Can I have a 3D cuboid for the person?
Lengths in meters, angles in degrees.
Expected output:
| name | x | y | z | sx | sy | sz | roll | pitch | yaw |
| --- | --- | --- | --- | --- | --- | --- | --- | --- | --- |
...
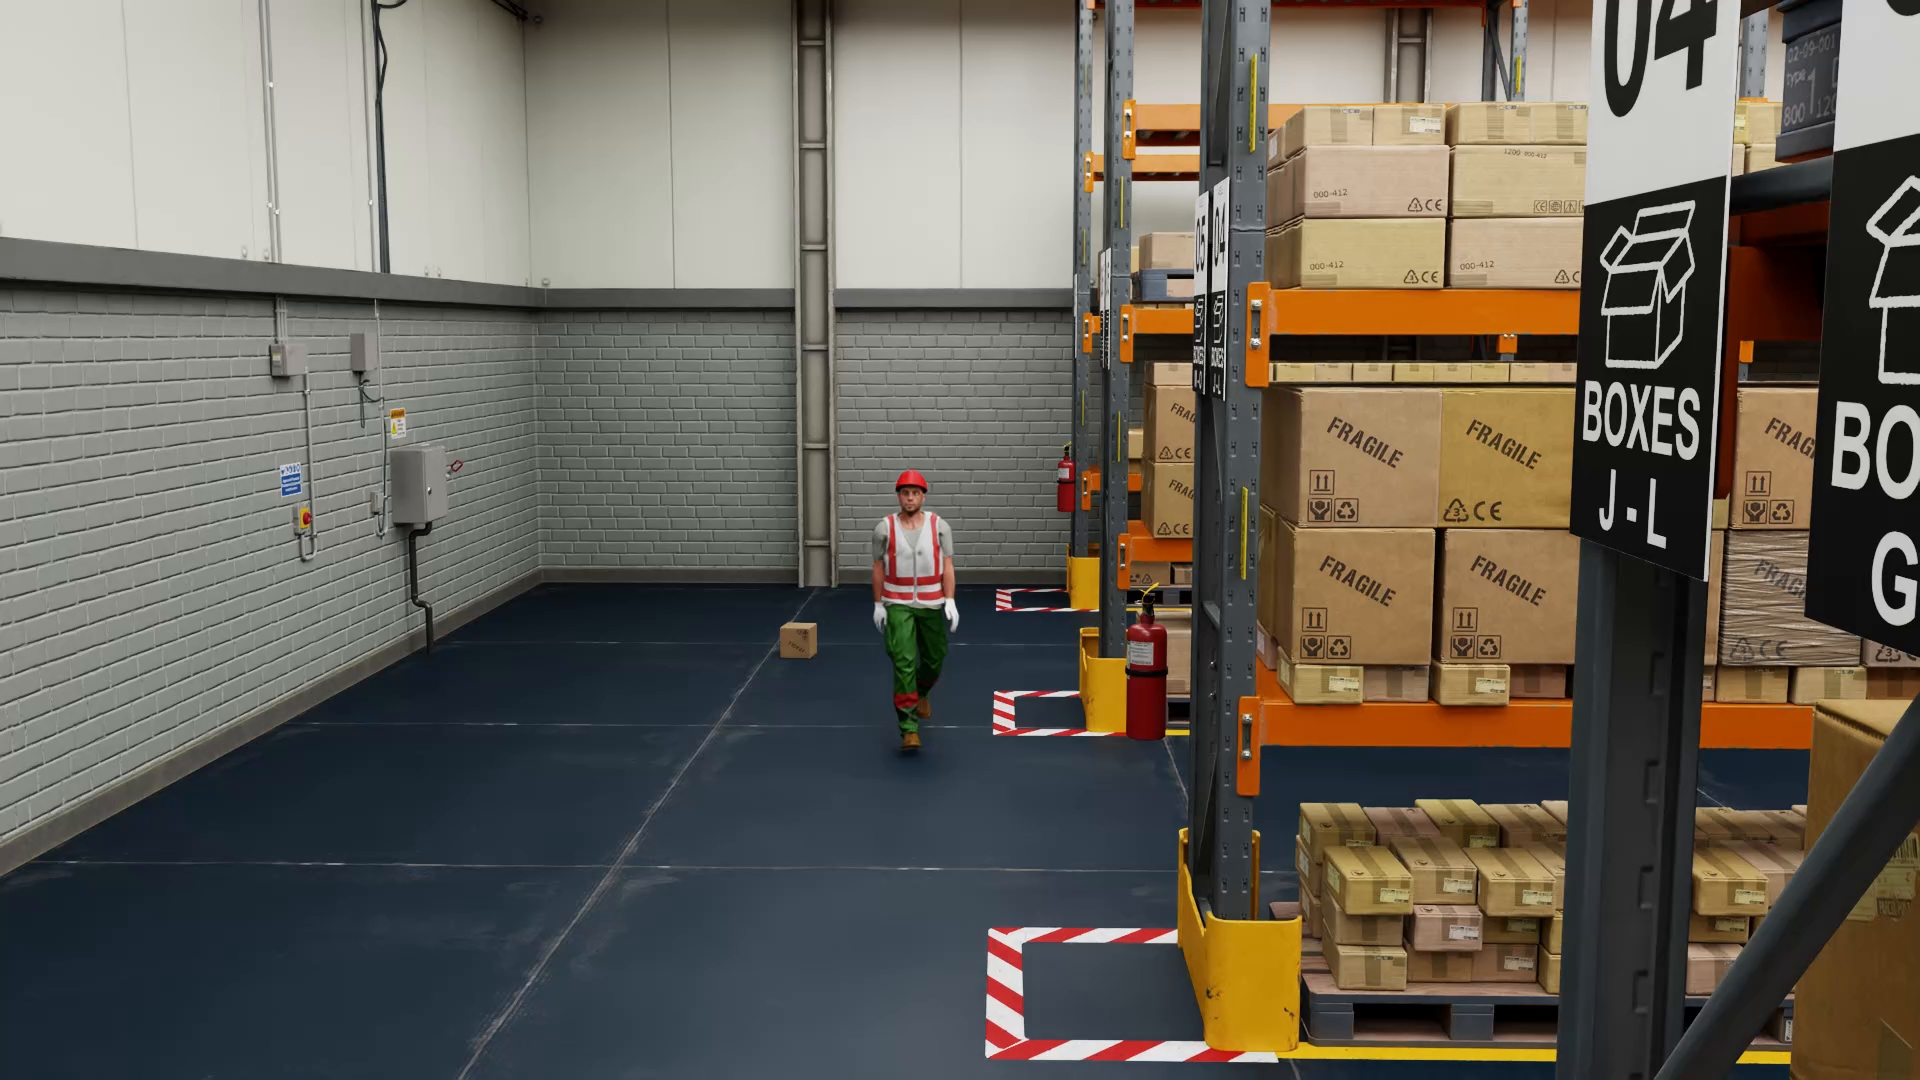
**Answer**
| name | x | y | z | sx | sy | sz | roll | pitch | yaw |
| --- | --- | --- | --- | --- | --- | --- | --- | --- | --- |
| person | -0.294 | 0.423 | 10.761 | 0.547 | 1.764 | 0.945 | -1 | 7 | -9 |
